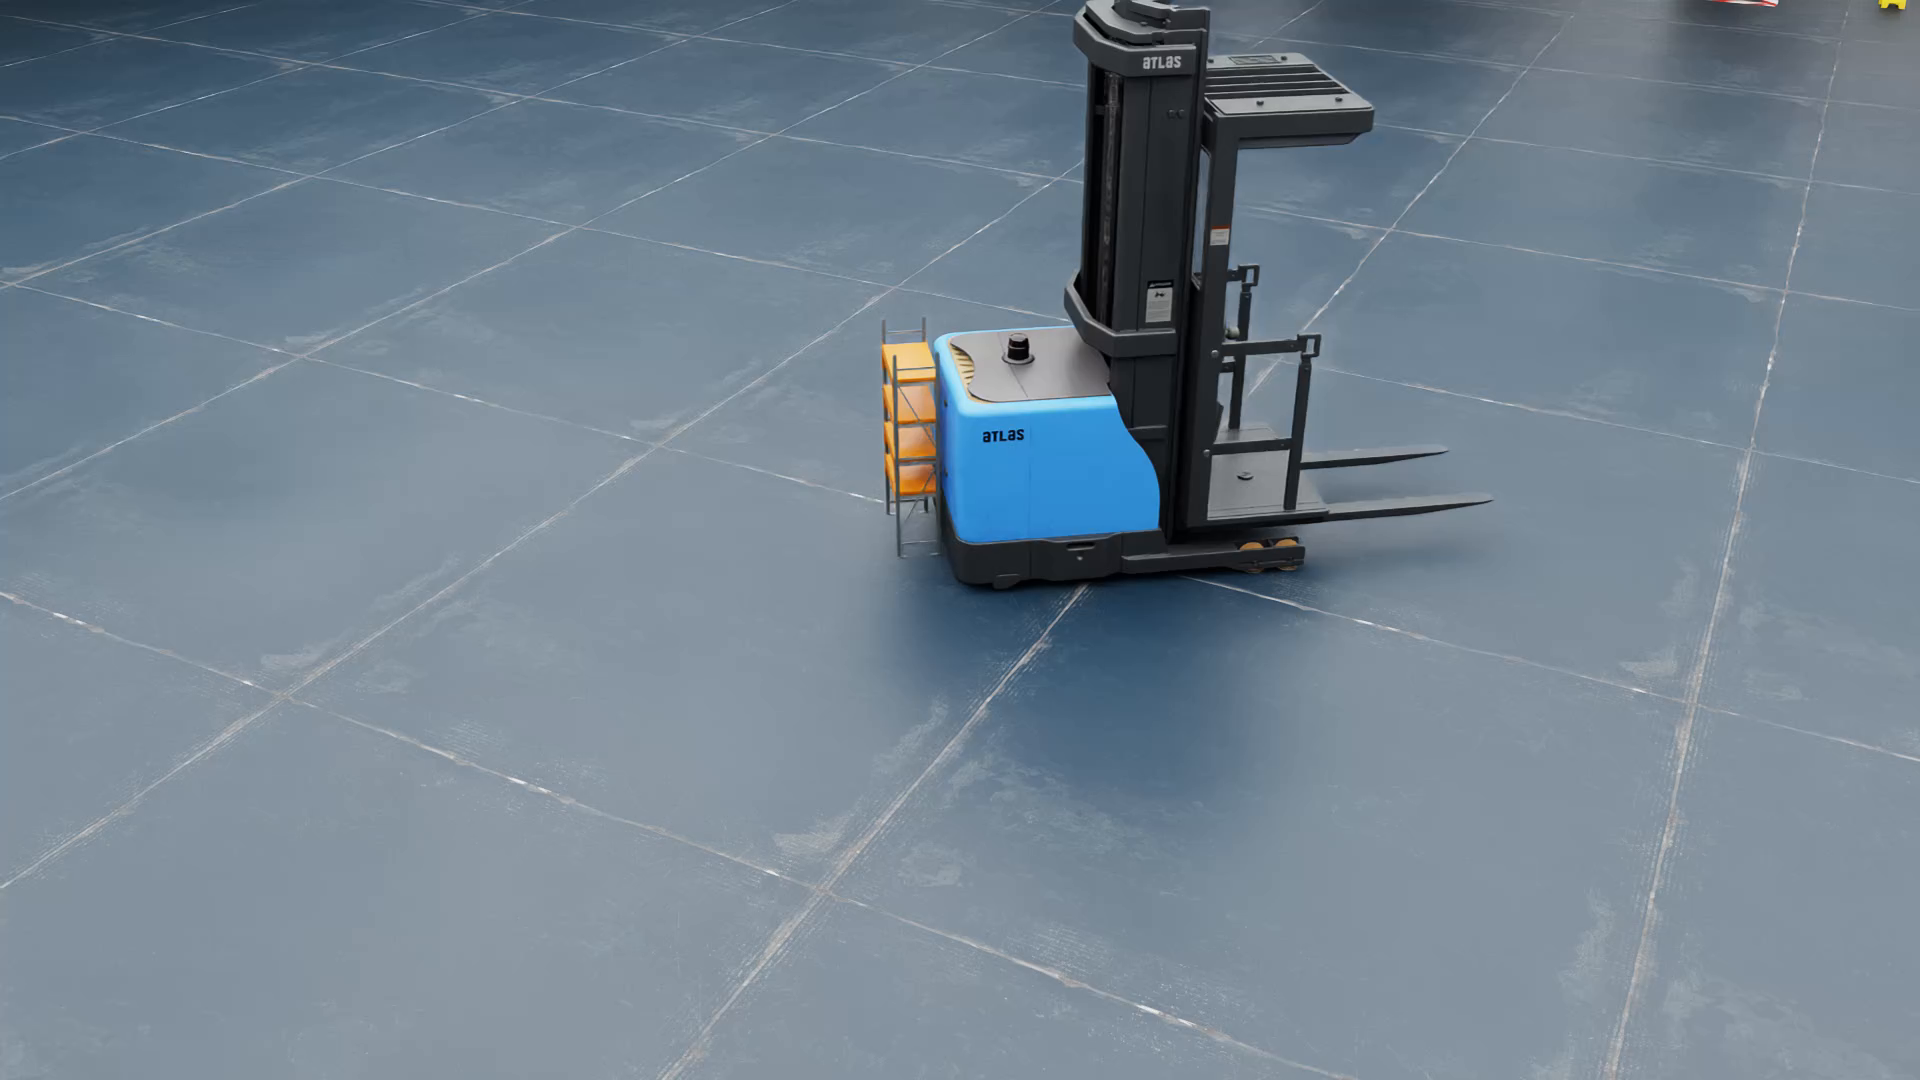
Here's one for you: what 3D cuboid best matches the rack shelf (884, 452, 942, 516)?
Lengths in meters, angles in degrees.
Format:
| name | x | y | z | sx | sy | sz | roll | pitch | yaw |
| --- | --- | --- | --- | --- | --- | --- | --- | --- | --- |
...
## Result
| name | x | y | z | sx | sy | sz | roll | pitch | yaw |
| --- | --- | --- | --- | --- | --- | --- | --- | --- | --- |
| rack shelf | -0.263 | -0.321 | 9.137 | 0.258 | 0.148 | 0.480 | -5 | 30 | -8 |

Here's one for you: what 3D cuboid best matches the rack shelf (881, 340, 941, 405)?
| name | x | y | z | sx | sy | sz | roll | pitch | yaw |
| --- | --- | --- | --- | --- | --- | --- | --- | --- | --- |
| rack shelf | -0.263 | -0.892 | 8.809 | 0.258 | 0.148 | 0.480 | -5 | 30 | -8 |

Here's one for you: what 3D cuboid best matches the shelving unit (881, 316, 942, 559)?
| name | x | y | z | sx | sy | sz | roll | pitch | yaw |
| --- | --- | --- | --- | --- | --- | --- | --- | --- | --- |
| shelving unit | -0.263 | -0.551 | 9.005 | 0.258 | 1.200 | 0.503 | -5 | 30 | -8 |

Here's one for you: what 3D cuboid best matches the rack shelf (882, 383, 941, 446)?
| name | x | y | z | sx | sy | sz | roll | pitch | yaw |
| --- | --- | --- | --- | --- | --- | --- | --- | --- | --- |
| rack shelf | -0.263 | -0.687 | 8.927 | 0.258 | 0.148 | 0.480 | -5 | 30 | -8 |

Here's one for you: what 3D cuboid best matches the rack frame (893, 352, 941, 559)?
| name | x | y | z | sx | sy | sz | roll | pitch | yaw |
| --- | --- | --- | --- | --- | --- | --- | --- | --- | --- |
| rack frame | -0.225 | -0.431 | 8.796 | 0.240 | 1.200 | 0.015 | -5 | 30 | -8 |

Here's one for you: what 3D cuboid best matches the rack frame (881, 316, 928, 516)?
| name | x | y | z | sx | sy | sz | roll | pitch | yaw |
| --- | --- | --- | --- | --- | --- | --- | --- | --- | --- |
| rack frame | -0.301 | -0.671 | 9.214 | 0.240 | 1.200 | 0.015 | -5 | 30 | -8 |

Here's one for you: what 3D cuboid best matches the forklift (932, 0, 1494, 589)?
| name | x | y | z | sx | sy | sz | roll | pitch | yaw |
| --- | --- | --- | --- | --- | --- | --- | --- | --- | --- |
| forklift | 1.407 | -1.346 | 8.651 | 3.031 | 2.935 | 1.130 | -5 | 30 | -8 |

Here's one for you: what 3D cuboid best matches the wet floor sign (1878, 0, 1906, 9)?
| name | x | y | z | sx | sy | sz | roll | pitch | yaw |
| --- | --- | --- | --- | --- | --- | --- | --- | --- | --- |
| wet floor sign | 11.735 | -7.003 | 20.796 | 0.267 | 0.644 | 0.232 | 9 | 31 | 15 |

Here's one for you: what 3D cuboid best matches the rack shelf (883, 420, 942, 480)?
| name | x | y | z | sx | sy | sz | roll | pitch | yaw |
| --- | --- | --- | --- | --- | --- | --- | --- | --- | --- |
| rack shelf | -0.263 | -0.493 | 9.038 | 0.258 | 0.148 | 0.480 | -5 | 30 | -8 |
